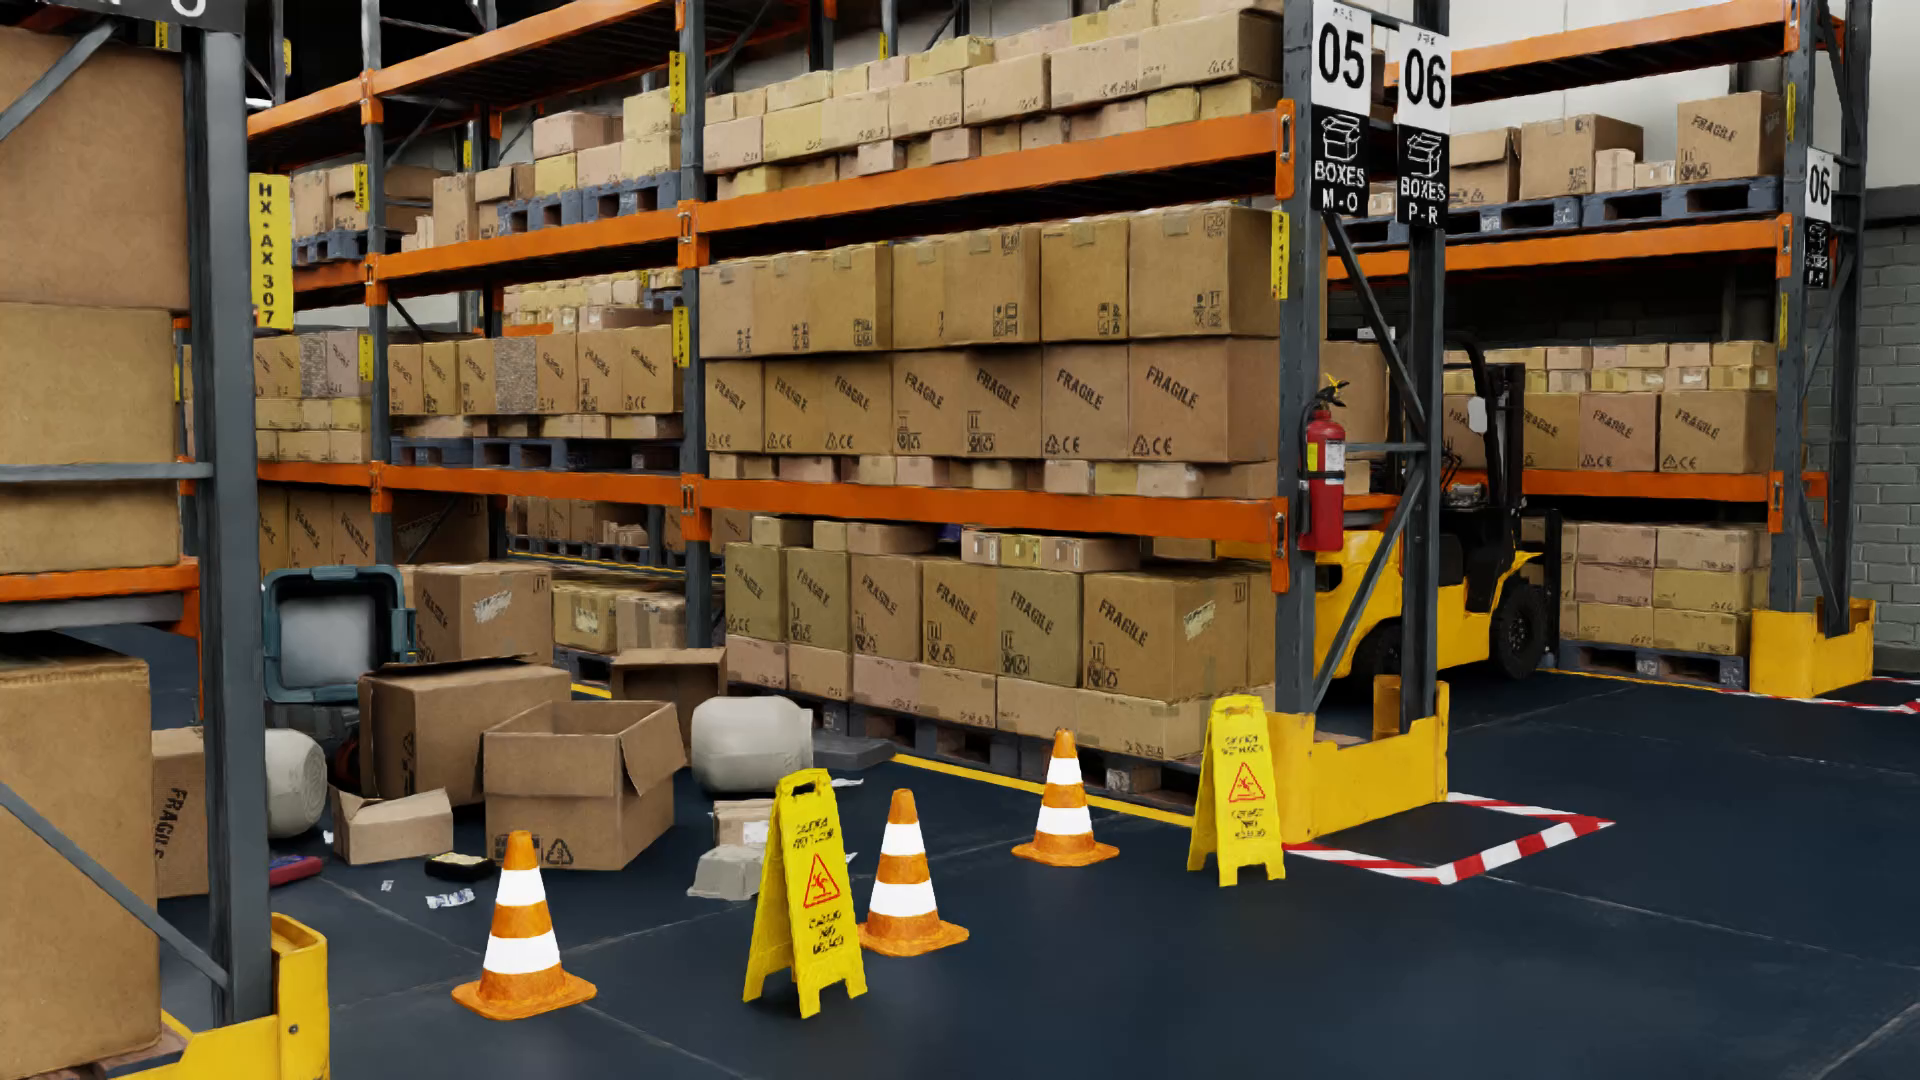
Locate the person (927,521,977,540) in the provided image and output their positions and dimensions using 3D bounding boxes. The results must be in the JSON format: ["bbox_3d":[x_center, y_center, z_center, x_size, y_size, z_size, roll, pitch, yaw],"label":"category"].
[{"bbox_3d":[-0.124,0.021,11.628,0.541,1.527,0.892,-4,5,-42],"label":"person"}]
